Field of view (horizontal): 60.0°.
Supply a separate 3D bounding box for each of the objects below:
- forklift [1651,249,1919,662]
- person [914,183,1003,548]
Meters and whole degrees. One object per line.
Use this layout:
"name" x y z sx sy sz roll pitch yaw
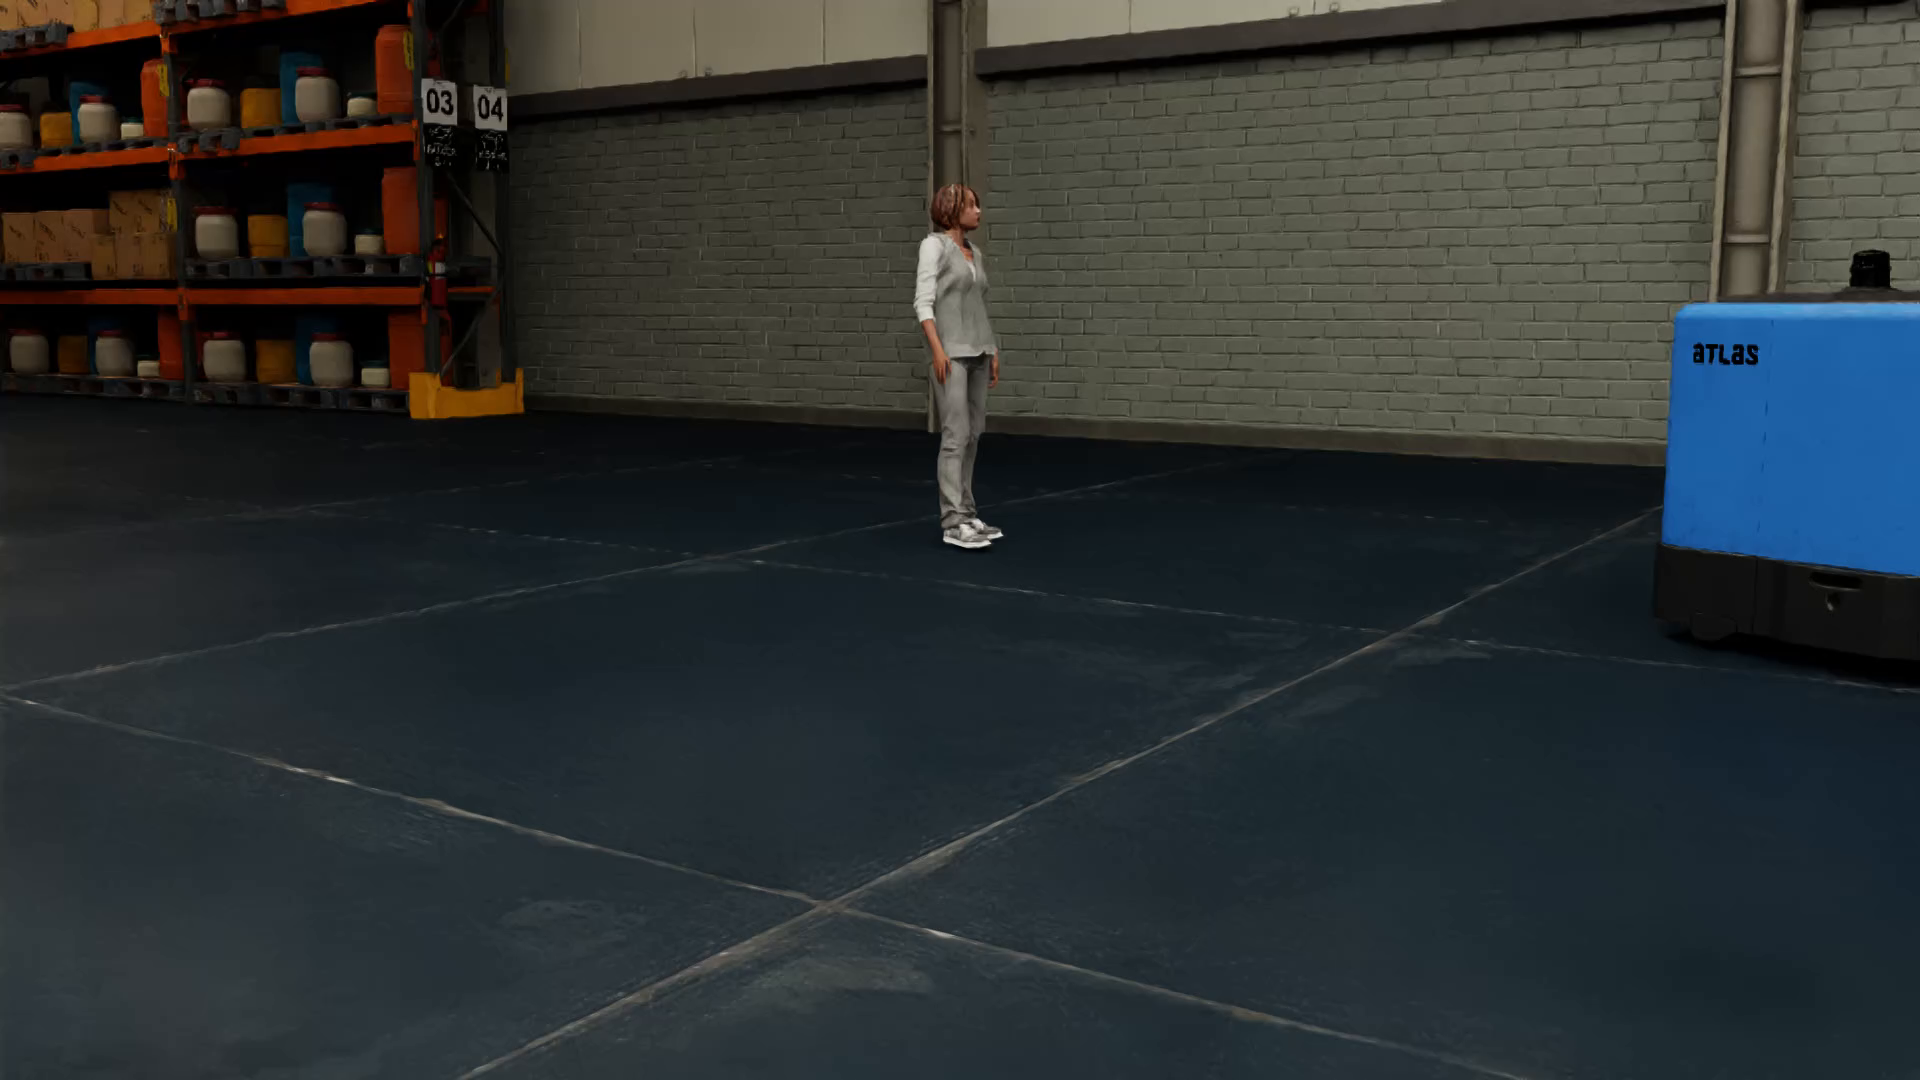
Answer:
"forklift" 3.504 -1.006 4.264 1.130 2.935 3.031 -6 10 -36
"person" 0.054 -0.790 7.438 0.474 1.597 0.521 5 10 34
